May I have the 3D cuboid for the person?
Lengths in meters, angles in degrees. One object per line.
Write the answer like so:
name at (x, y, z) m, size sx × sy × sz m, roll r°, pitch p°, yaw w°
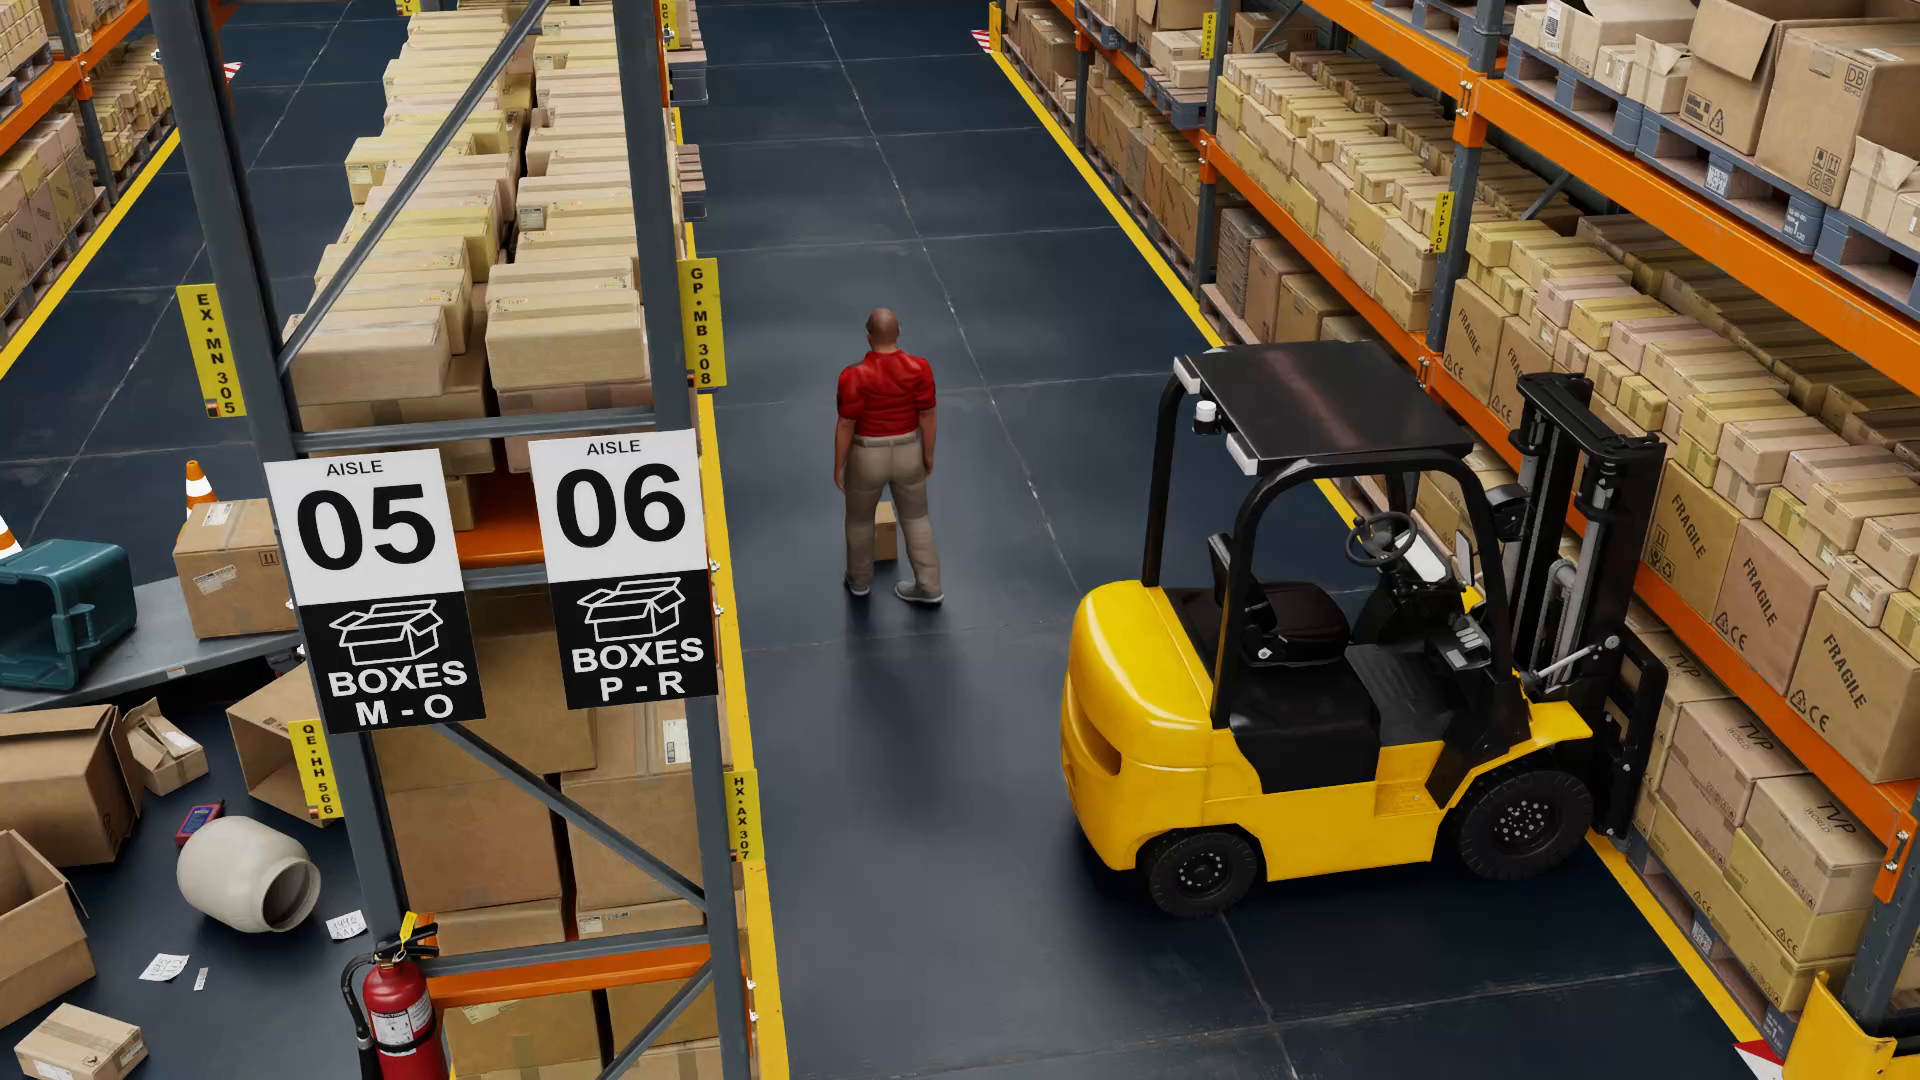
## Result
person at (-0.424, -0.454, 8.931) m, size 0.559 × 1.740 × 0.578 m, roll -10°, pitch 32°, yaw -16°
